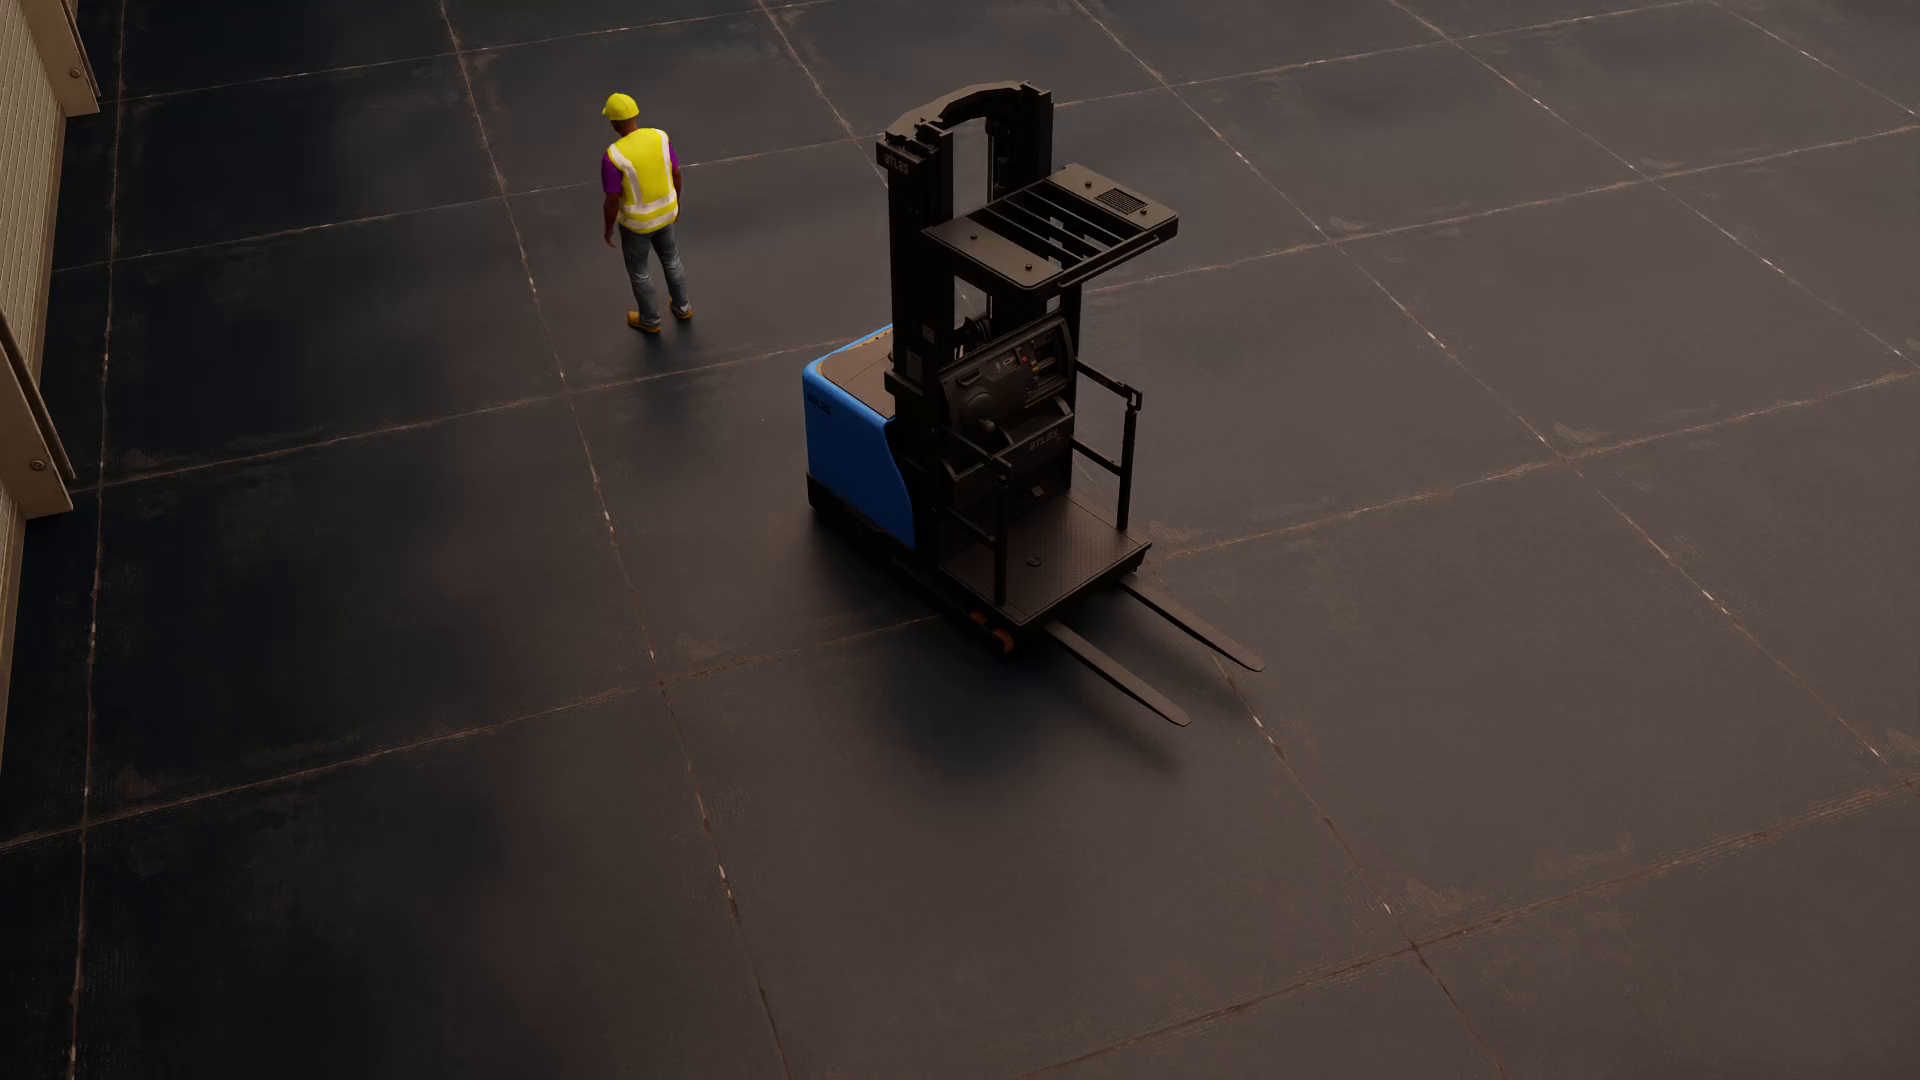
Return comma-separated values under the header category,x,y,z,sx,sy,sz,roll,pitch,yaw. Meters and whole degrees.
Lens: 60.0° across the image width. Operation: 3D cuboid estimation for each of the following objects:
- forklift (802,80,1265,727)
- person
category,x,y,z,sx,sy,sz,roll,pitch,yaw
forklift,0.409,-0.833,8.988,1.130,2.935,3.031,-30,49,-31
person,-2.212,-2.276,11.623,0.636,1.757,0.454,-31,49,-31
